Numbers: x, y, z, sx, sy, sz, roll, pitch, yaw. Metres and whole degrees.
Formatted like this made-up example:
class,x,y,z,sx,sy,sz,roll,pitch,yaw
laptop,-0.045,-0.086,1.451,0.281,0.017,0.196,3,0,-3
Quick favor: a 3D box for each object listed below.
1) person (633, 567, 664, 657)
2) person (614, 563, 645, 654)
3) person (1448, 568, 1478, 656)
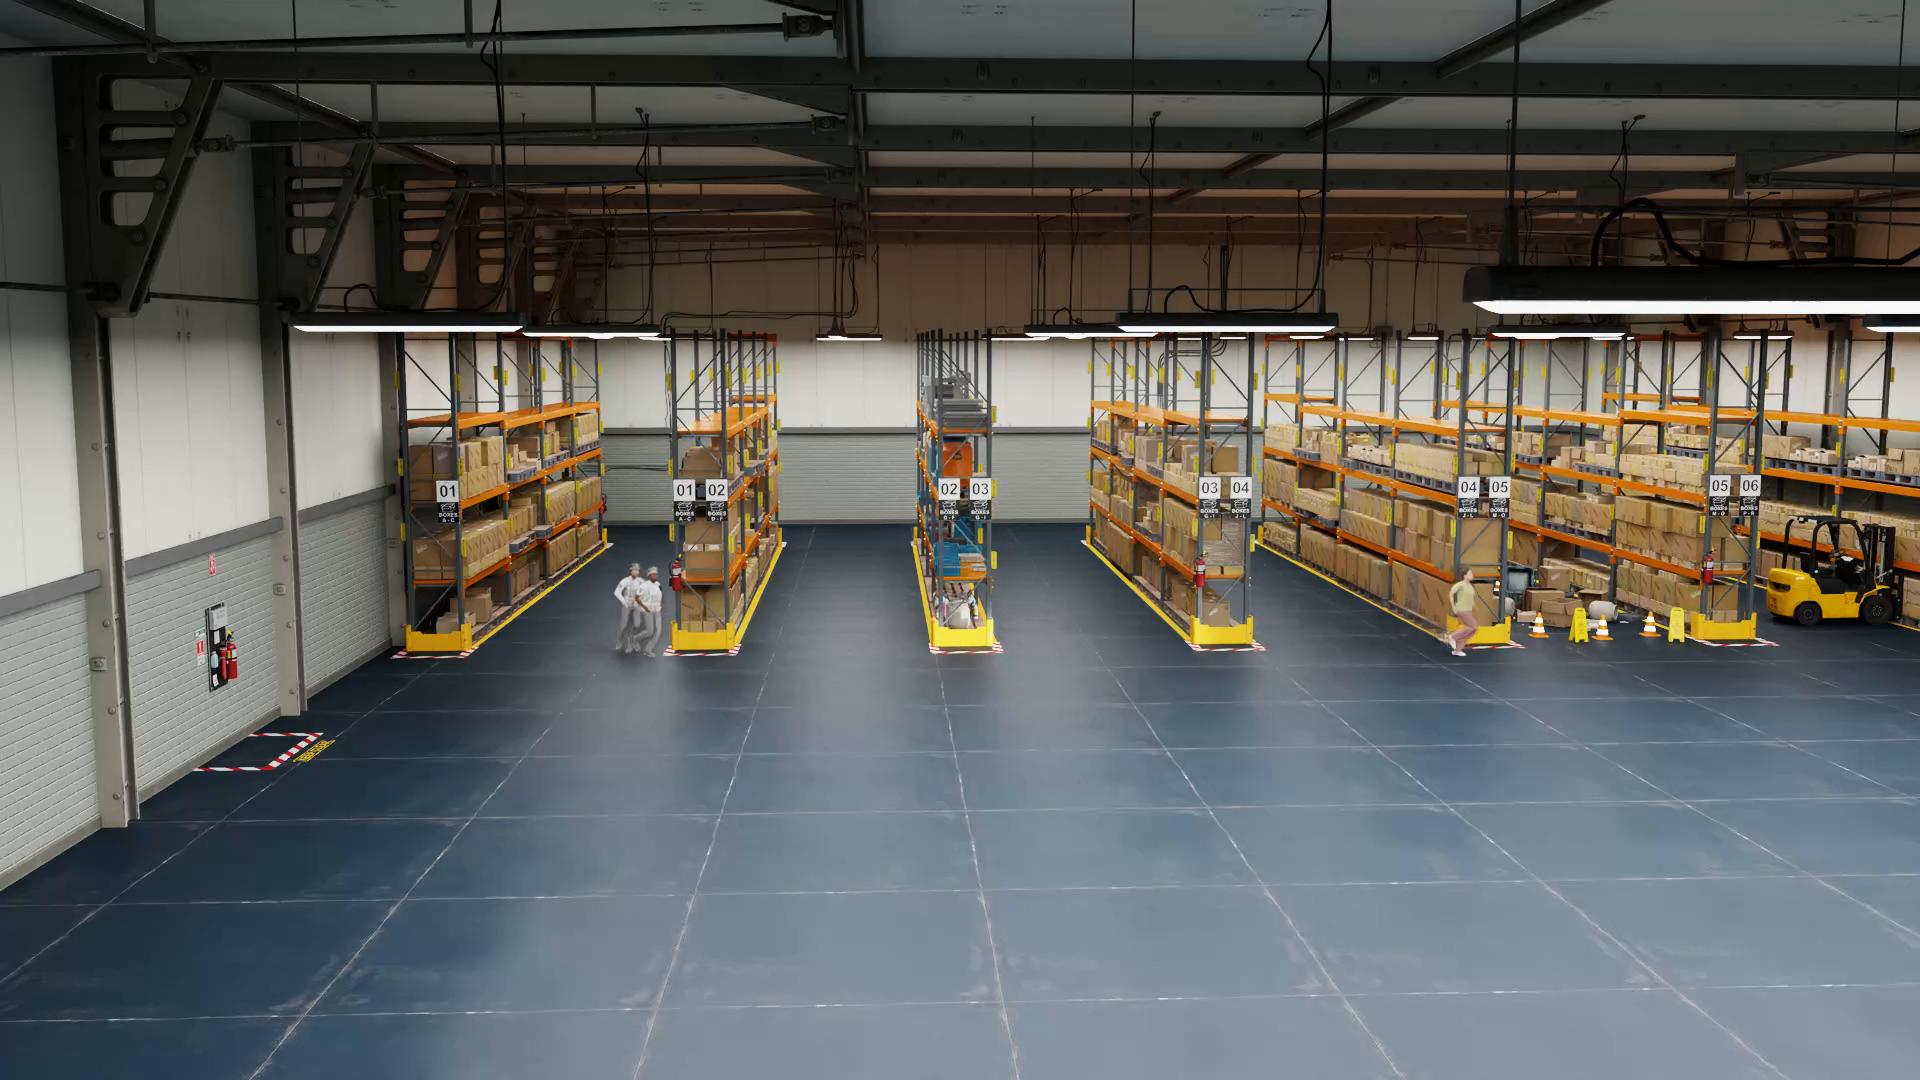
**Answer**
class,x,y,z,sx,sy,sz,roll,pitch,yaw
person,-5.705,1.310,30.609,0.524,1.660,0.602,6,9,40
person,-6.101,1.261,31.000,0.673,1.680,0.646,-3,7,-20
person,9.356,1.320,30.654,0.515,1.596,0.613,7,9,44
